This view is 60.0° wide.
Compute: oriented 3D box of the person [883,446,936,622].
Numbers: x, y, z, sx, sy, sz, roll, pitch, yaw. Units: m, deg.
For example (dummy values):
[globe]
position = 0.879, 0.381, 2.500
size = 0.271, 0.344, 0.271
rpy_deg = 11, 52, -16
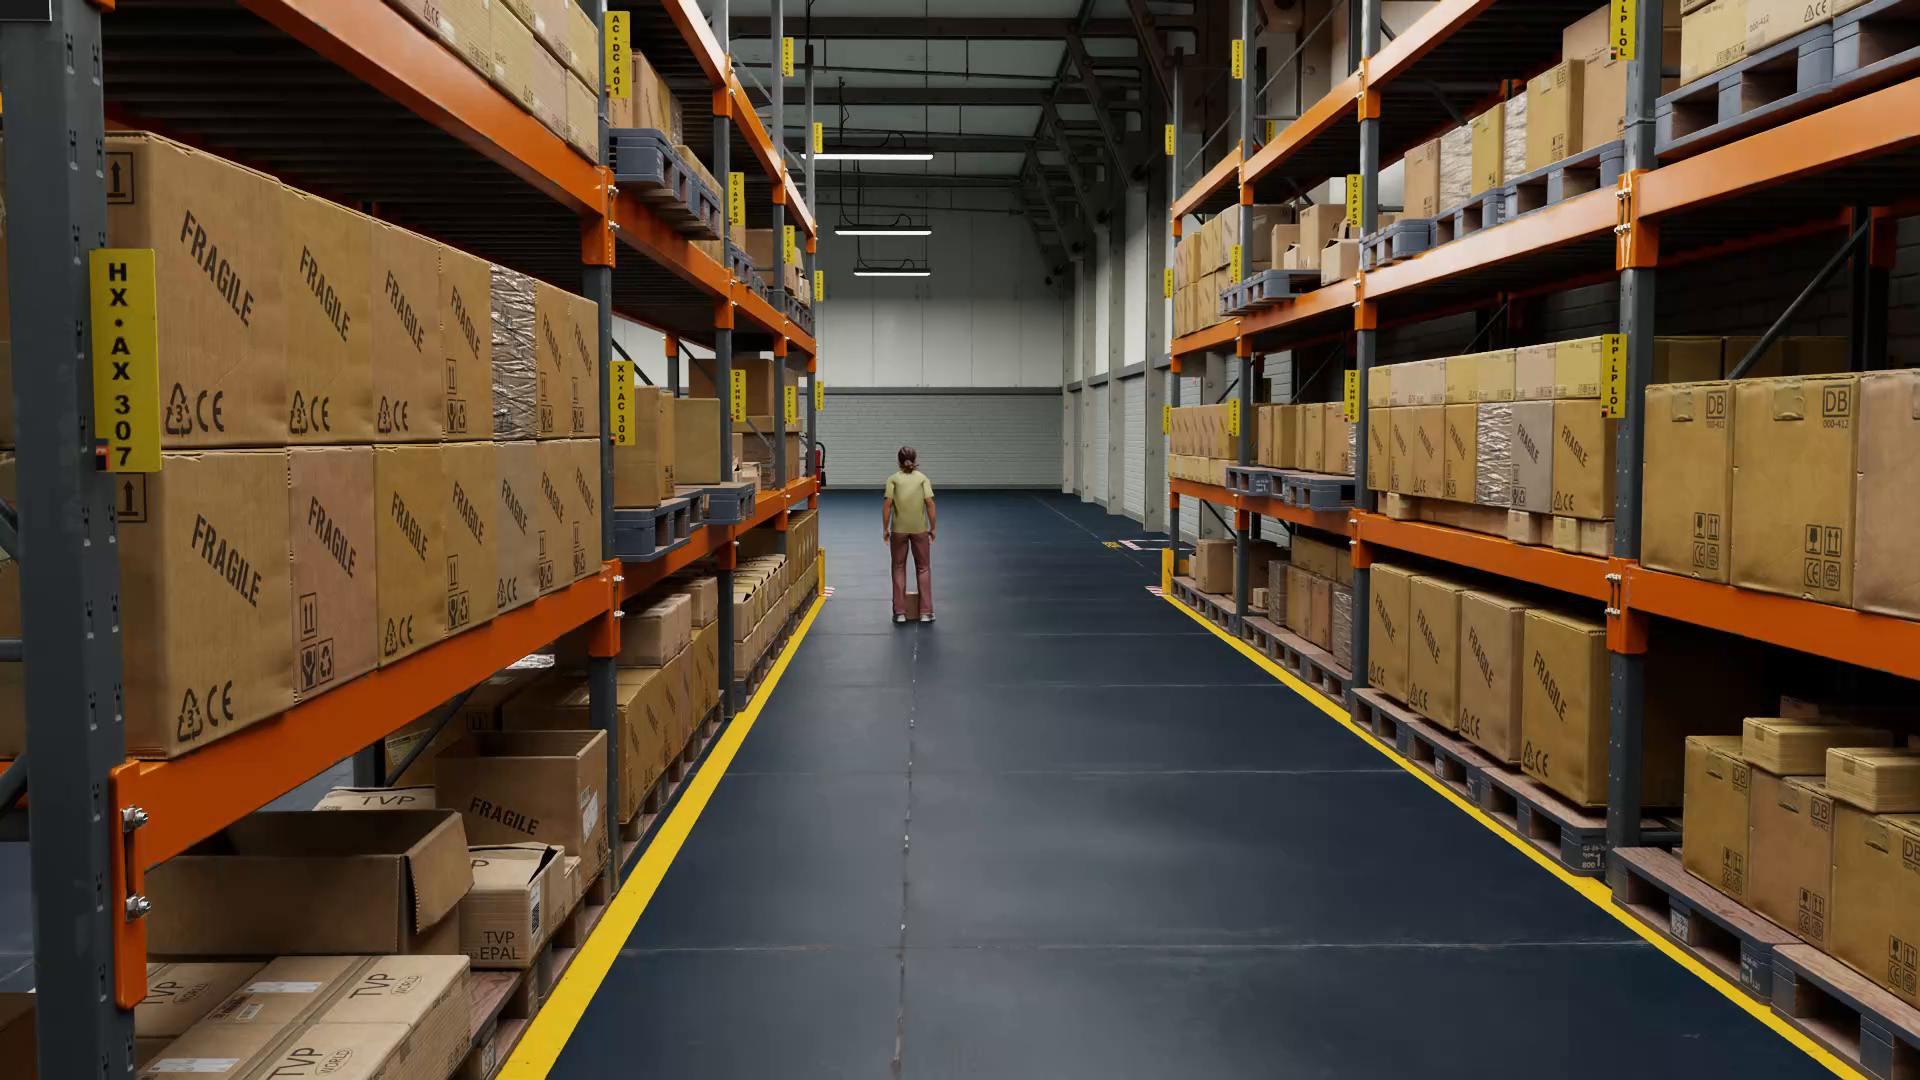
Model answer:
[person]
position = -0.483, -0.059, 15.846
size = 0.505, 1.672, 0.354
rpy_deg = 0, 4, -3
